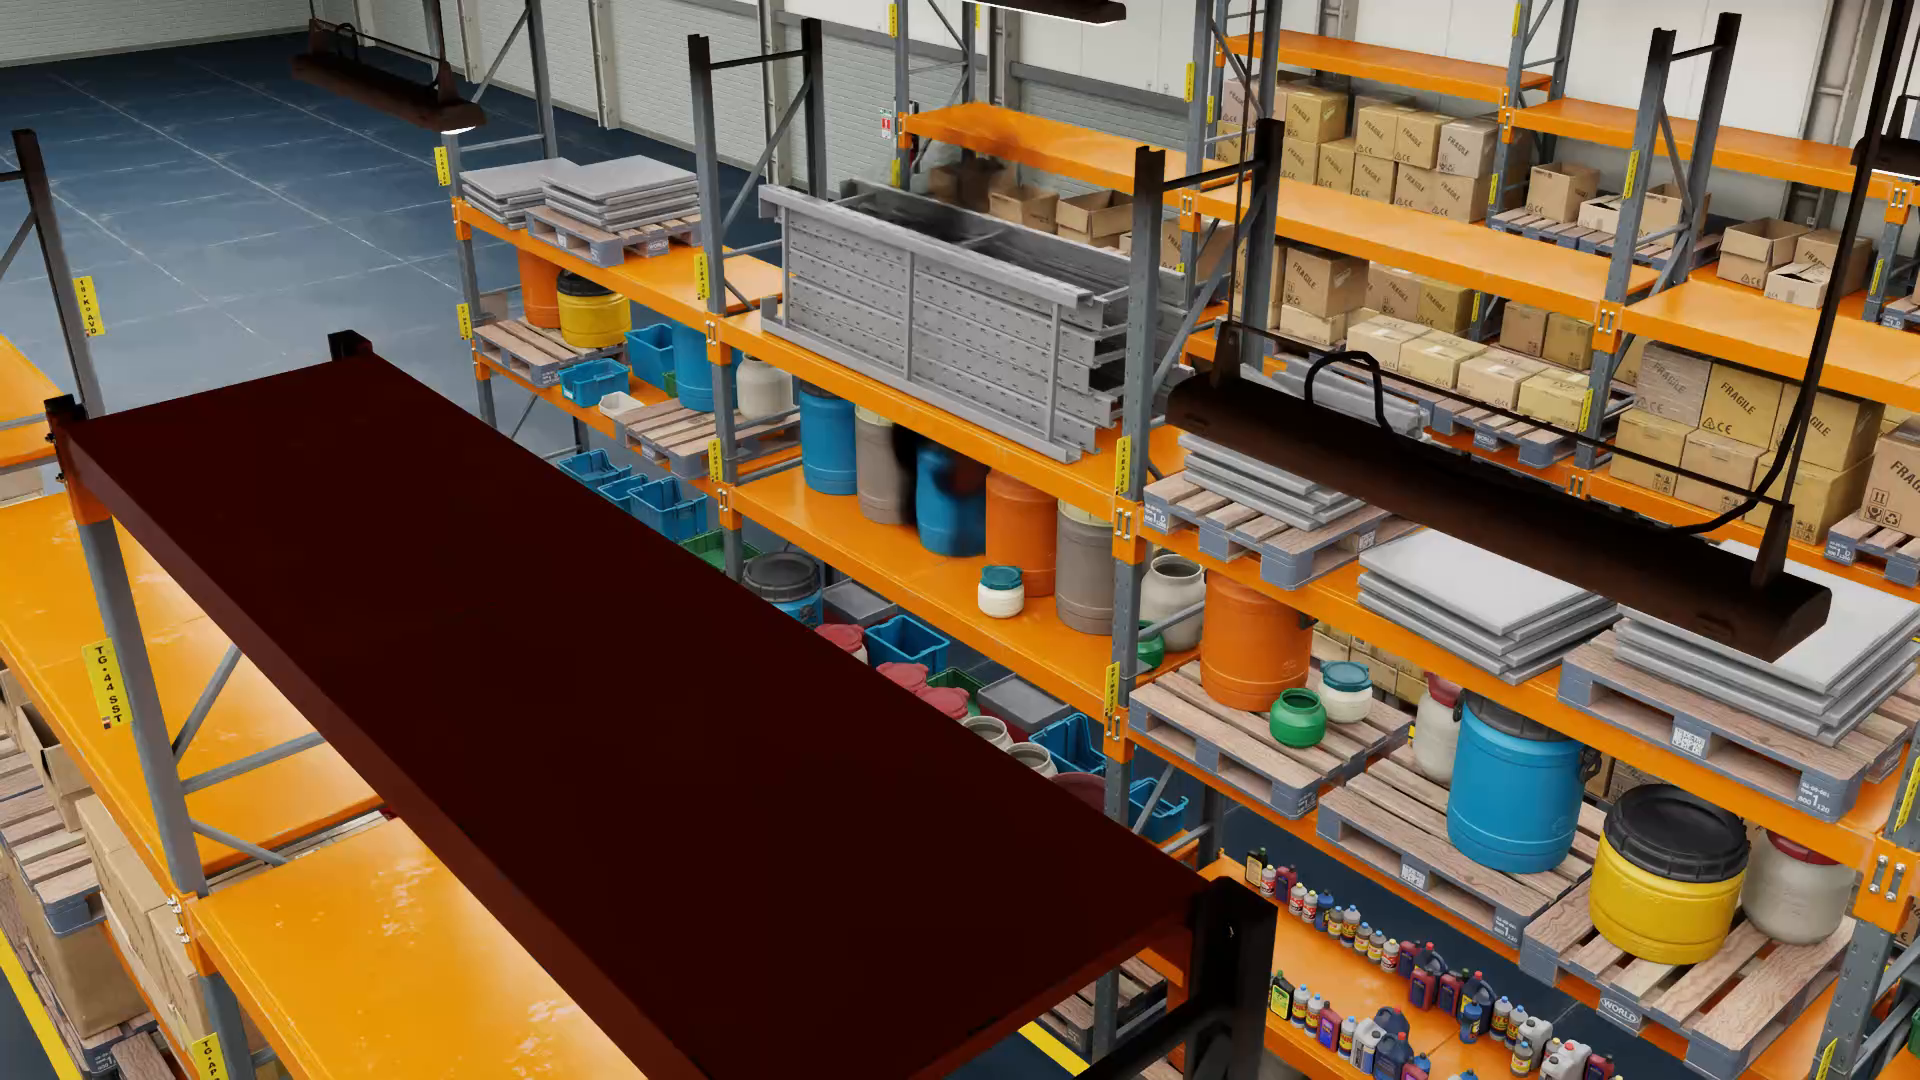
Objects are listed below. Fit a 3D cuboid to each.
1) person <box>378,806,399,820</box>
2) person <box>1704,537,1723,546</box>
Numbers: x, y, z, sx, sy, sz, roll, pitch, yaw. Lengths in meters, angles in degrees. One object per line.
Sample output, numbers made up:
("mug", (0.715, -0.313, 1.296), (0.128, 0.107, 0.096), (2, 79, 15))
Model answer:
("person", (-3.608, 1.985, 11.192), (0.665, 1.699, 0.603), (-18, 32, -32))
("person", (6.414, 0.661, 14.482), (0.561, 1.621, 0.567), (-24, 35, -39))
